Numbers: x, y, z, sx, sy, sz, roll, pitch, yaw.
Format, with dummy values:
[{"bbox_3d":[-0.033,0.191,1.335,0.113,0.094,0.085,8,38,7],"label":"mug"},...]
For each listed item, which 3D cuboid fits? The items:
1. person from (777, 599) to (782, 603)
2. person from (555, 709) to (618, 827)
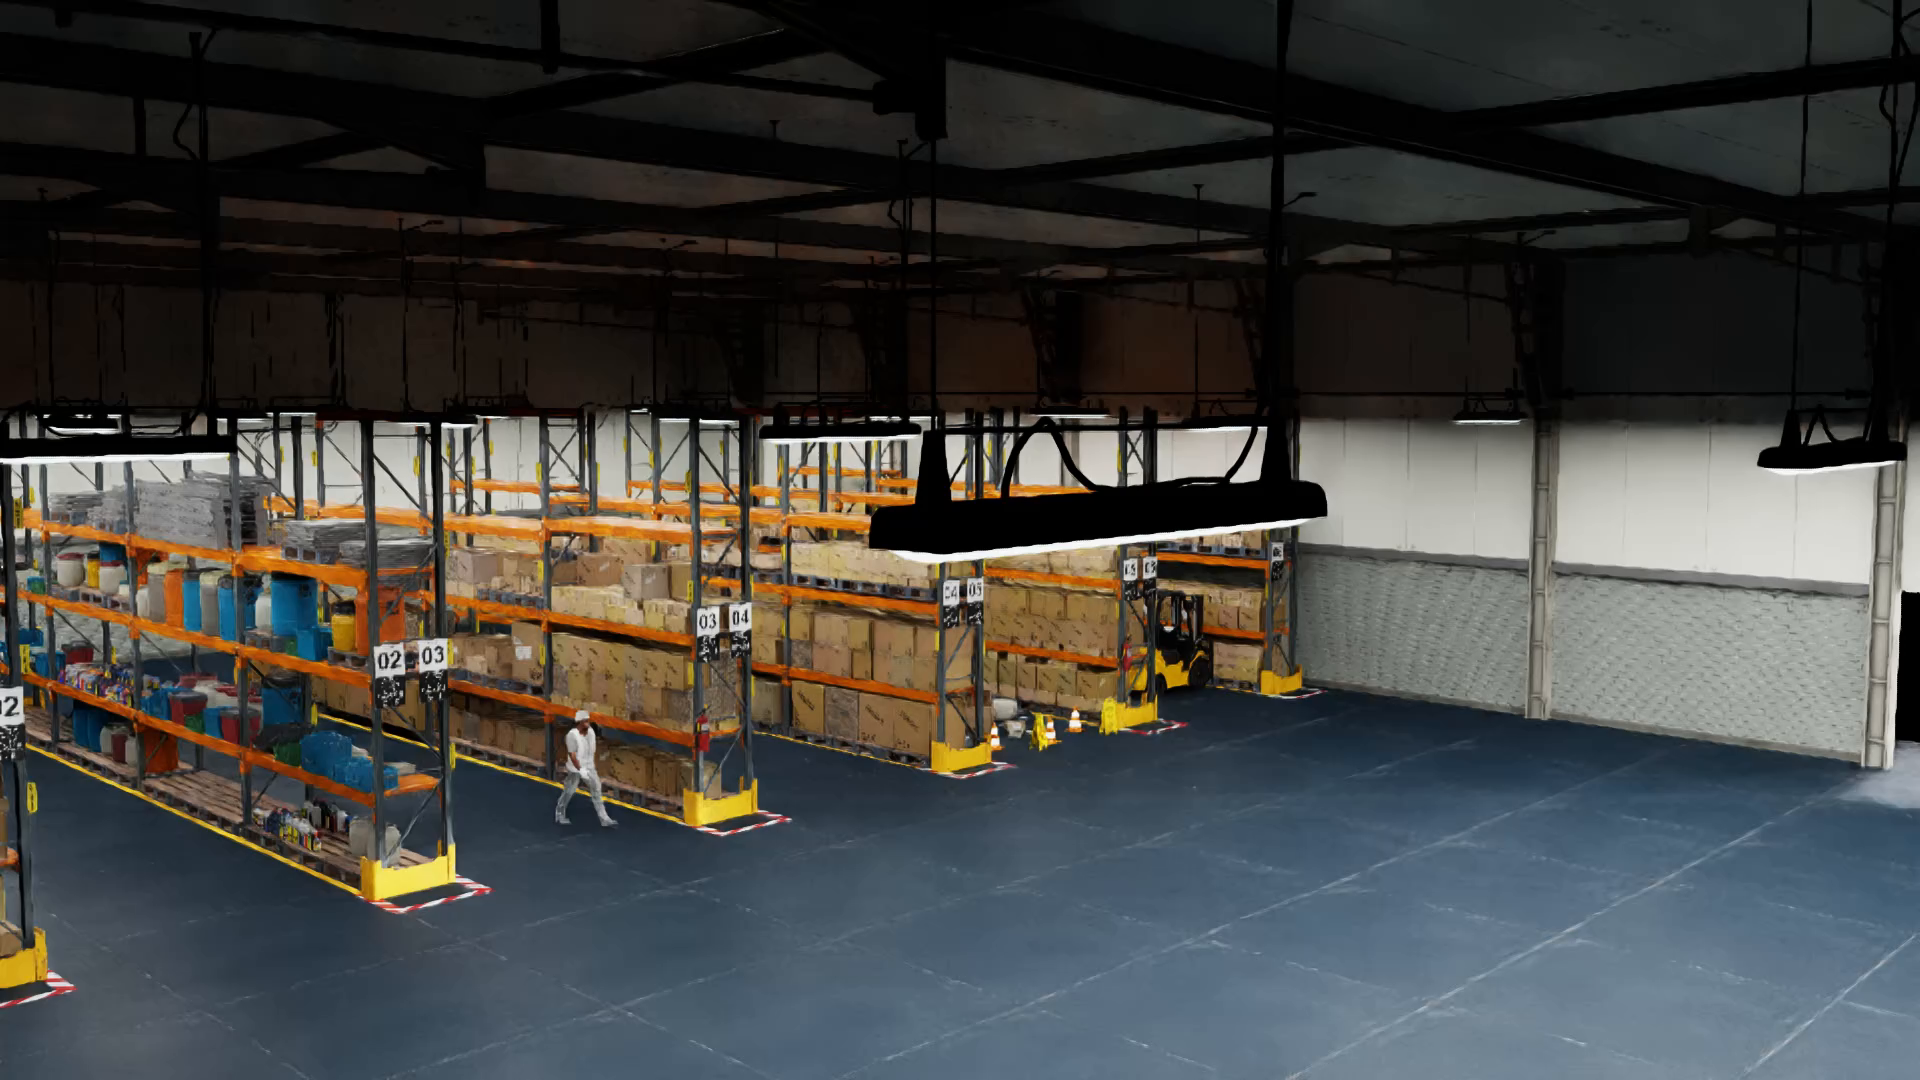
[{"bbox_3d":[-3.944,2.188,36.632,0.647,1.765,0.691,-2,5,-23],"label":"person"},{"bbox_3d":[-5.484,3.319,24.185,1.031,1.724,0.554,4,6,36],"label":"person"}]
